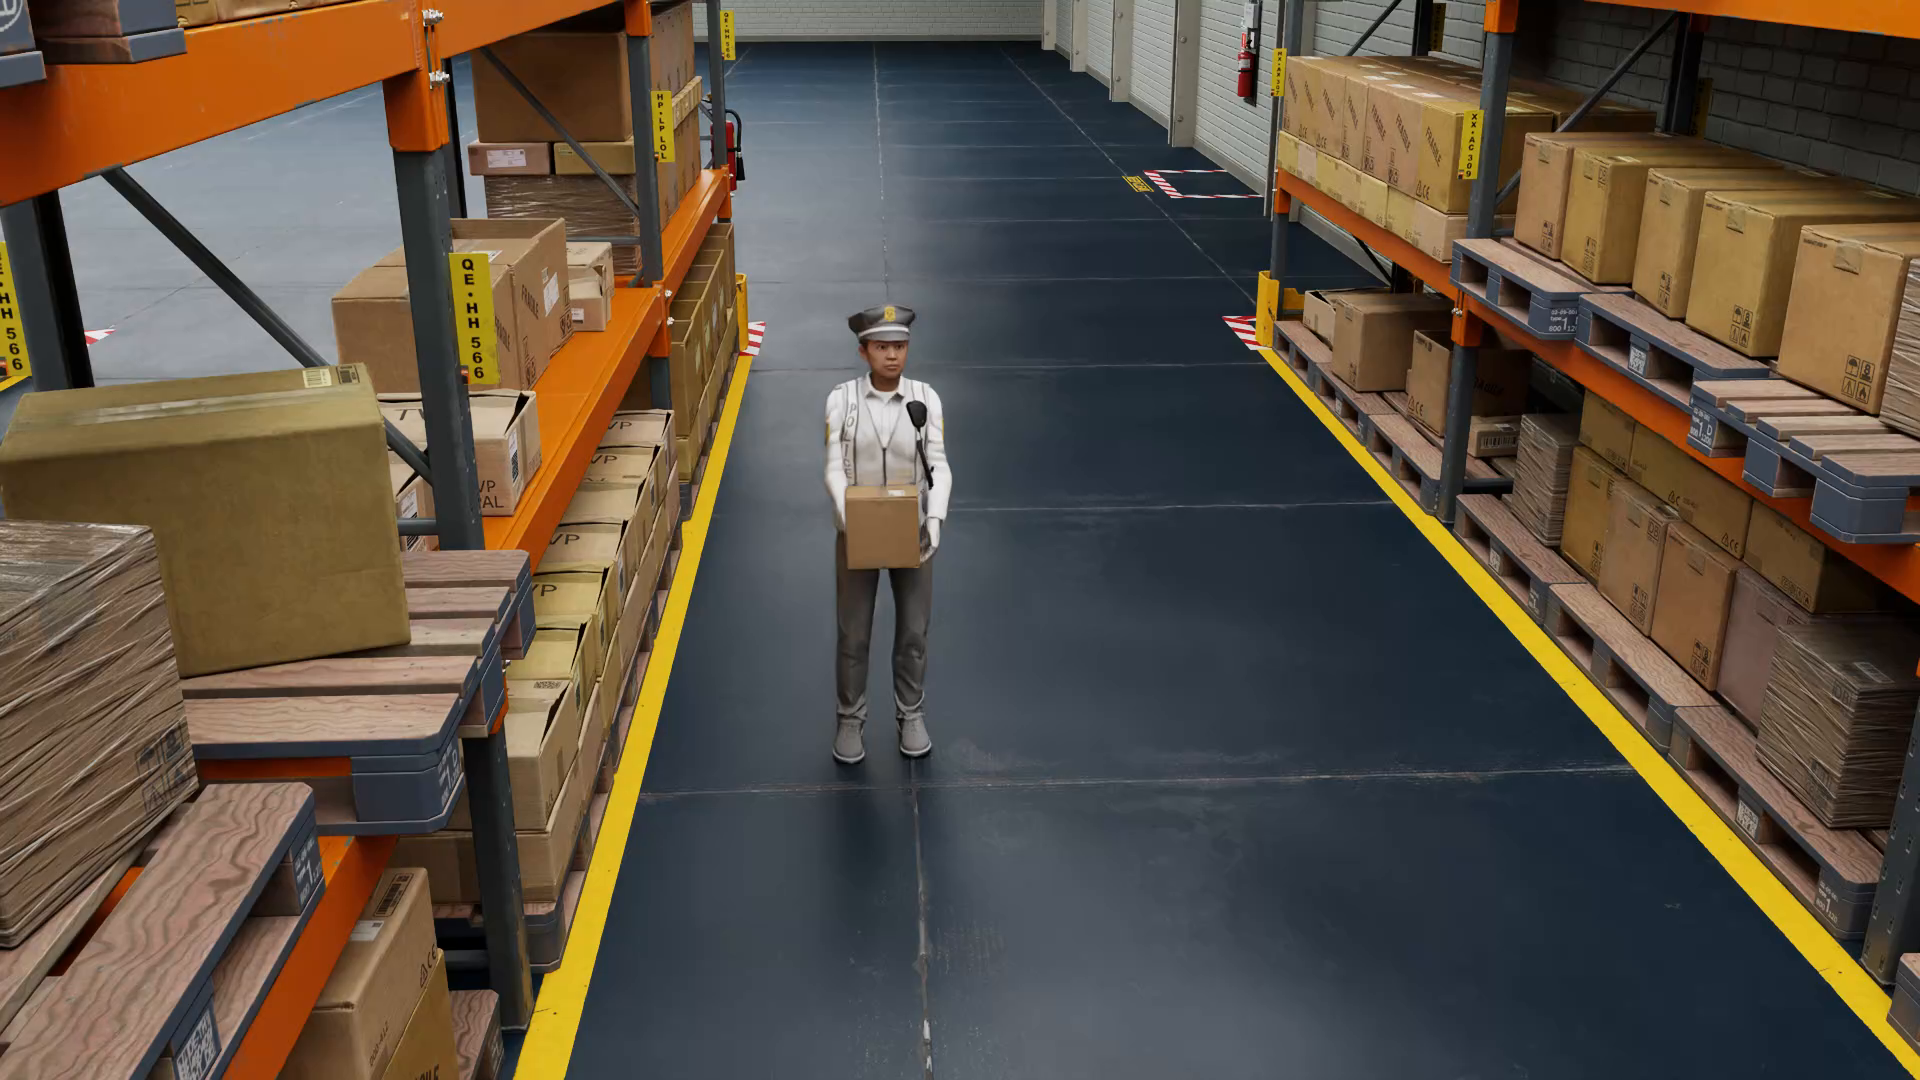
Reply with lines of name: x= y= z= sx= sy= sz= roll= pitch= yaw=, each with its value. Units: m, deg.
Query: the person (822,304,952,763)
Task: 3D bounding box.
person: x=-0.258 y=-0.006 z=6.042 sx=0.468 sy=1.697 sz=0.552 roll=-4 pitch=21 yaw=-10
